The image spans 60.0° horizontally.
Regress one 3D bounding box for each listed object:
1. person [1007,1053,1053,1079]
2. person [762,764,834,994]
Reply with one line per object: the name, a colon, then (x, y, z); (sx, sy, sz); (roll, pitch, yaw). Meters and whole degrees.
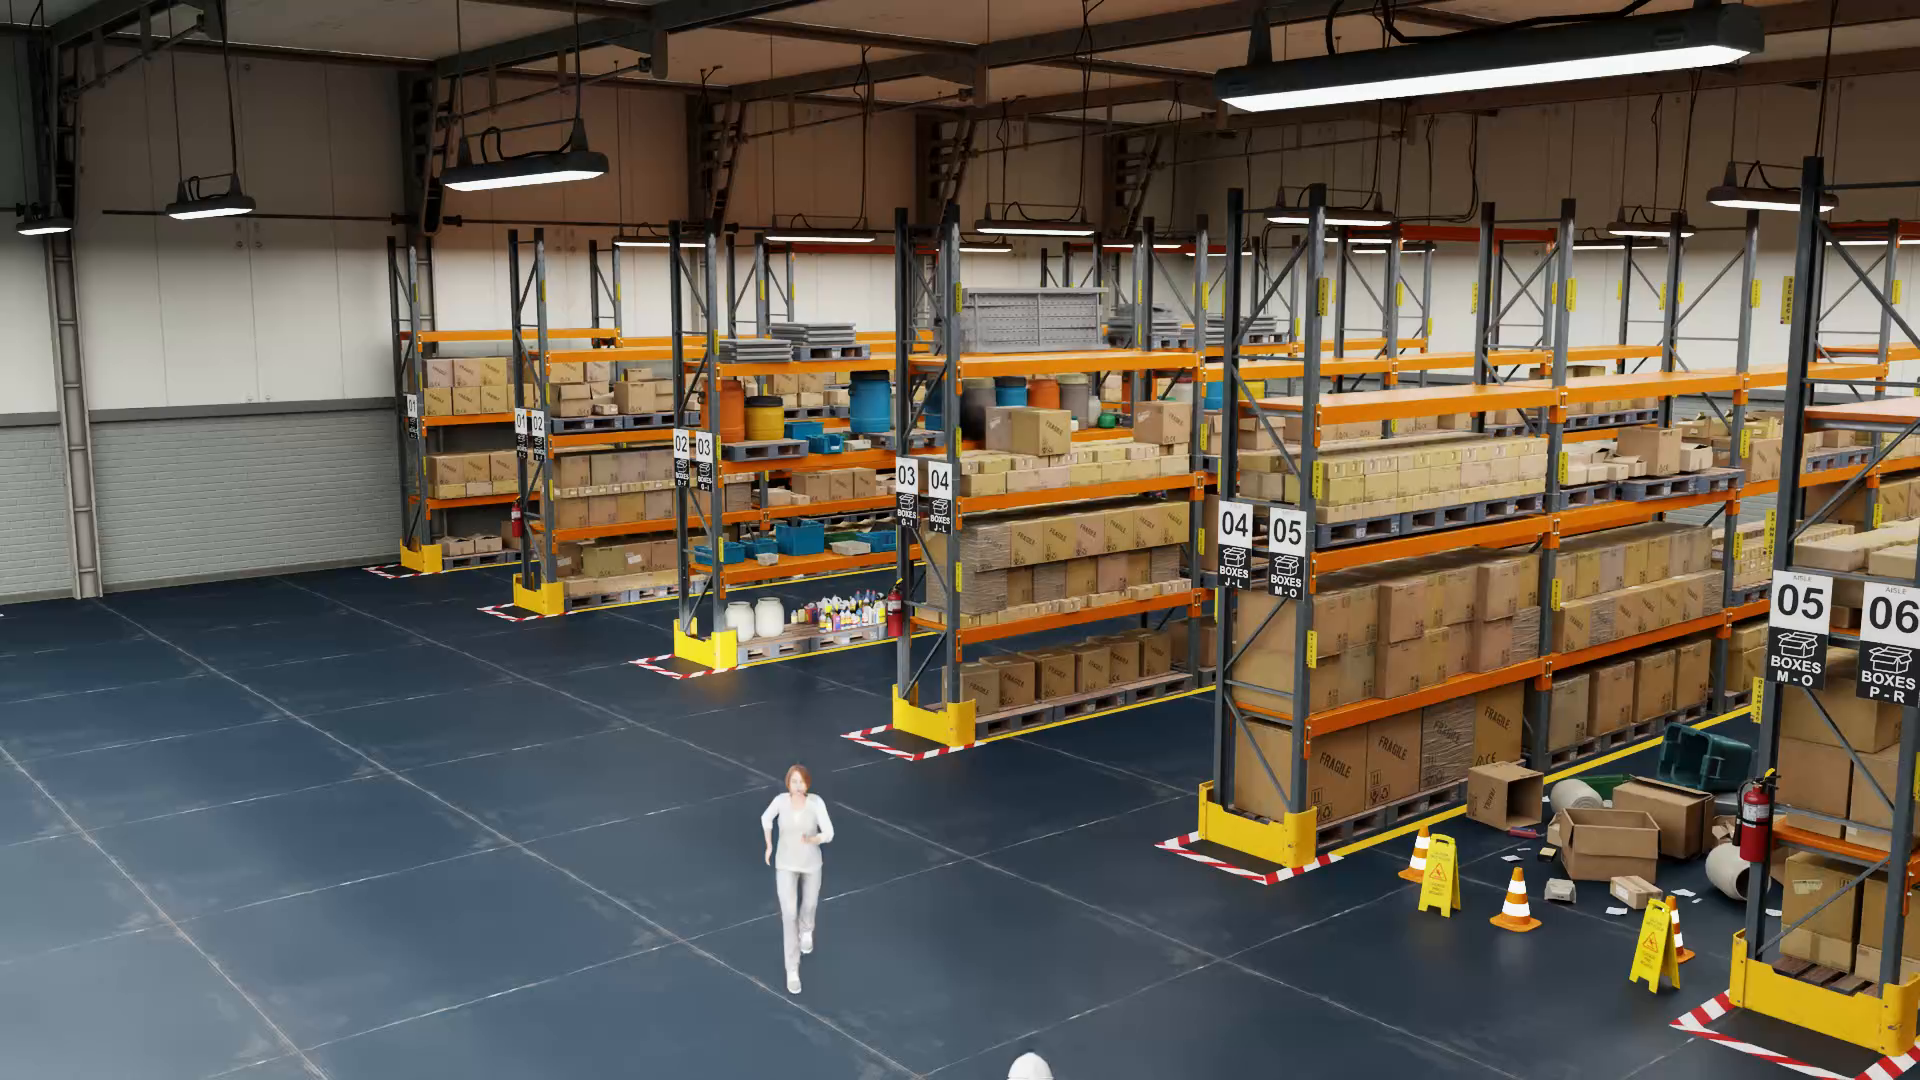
person: (0.300, 3.166, 7.425); (0.677, 1.819, 0.820); (0, 9, -3)
person: (-1.211, 2.468, 12.461); (0.524, 1.597, 0.842); (-1, 9, -8)
